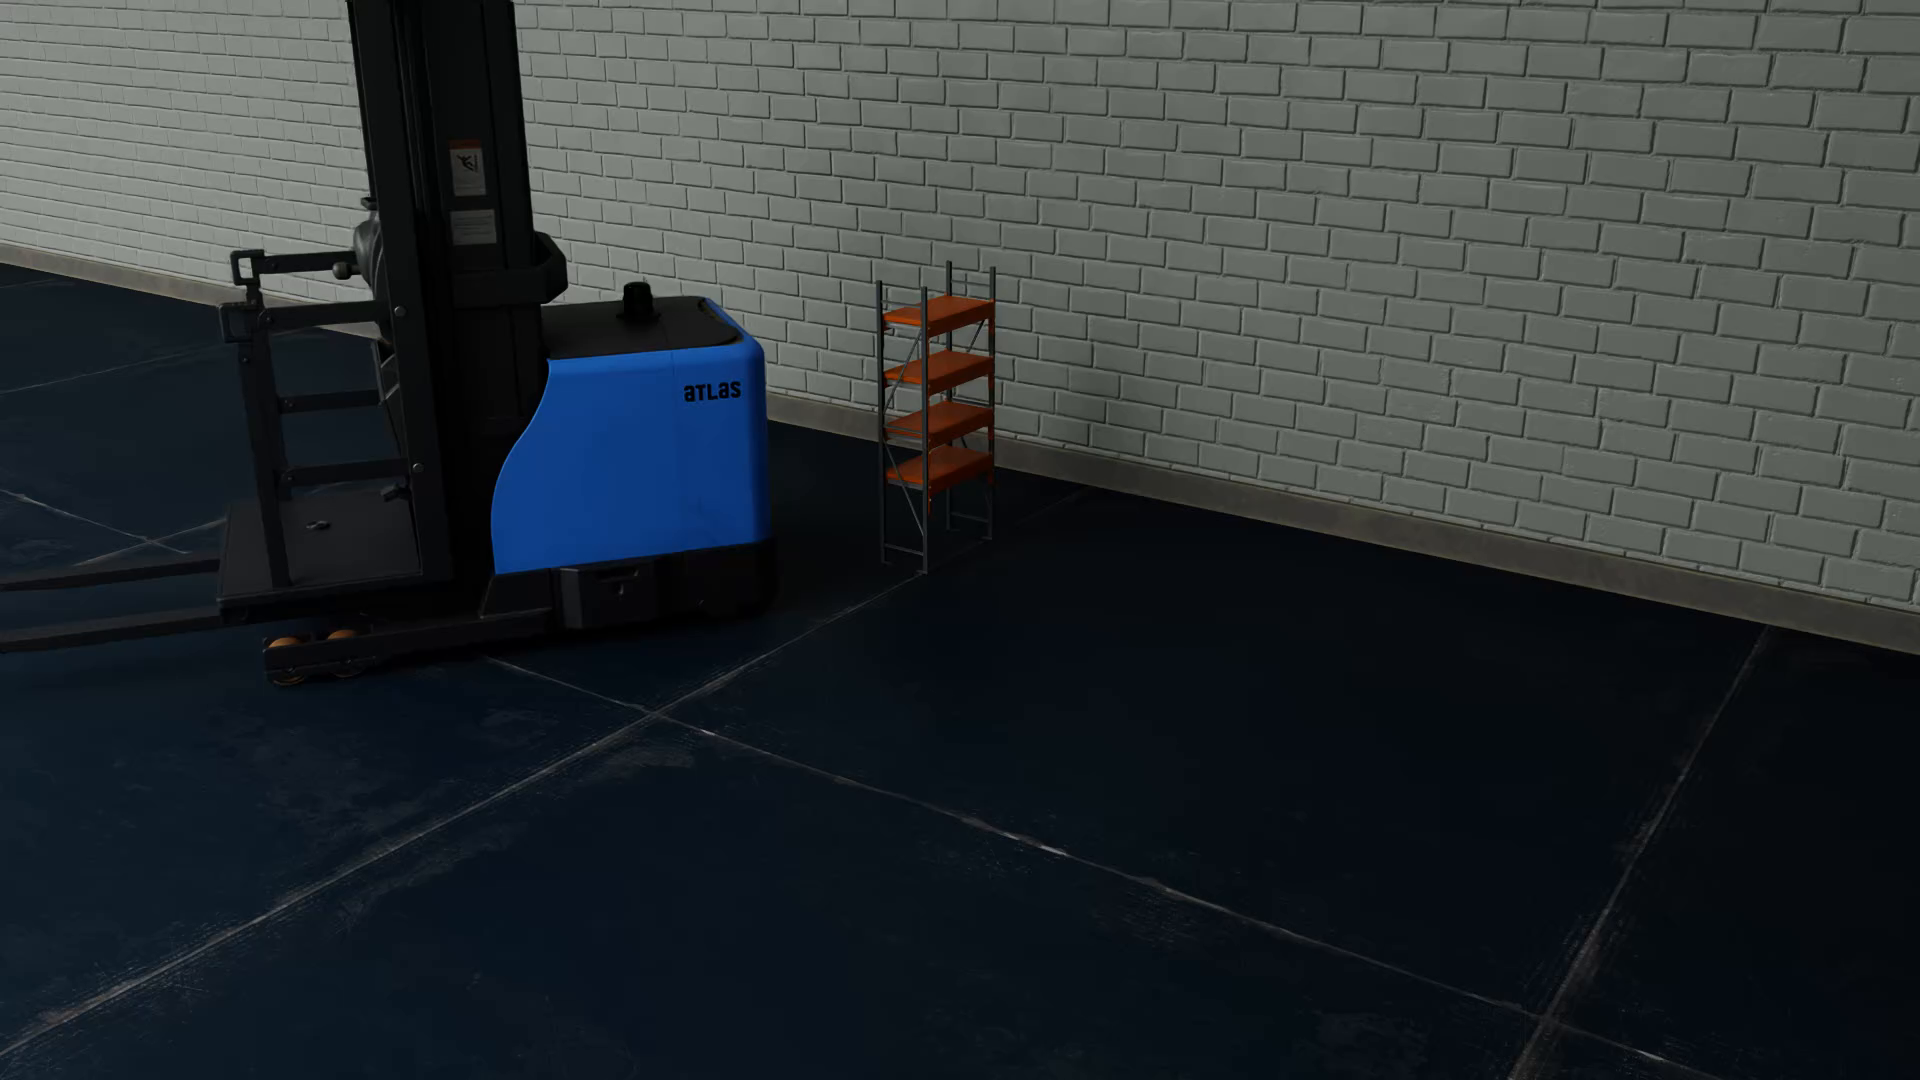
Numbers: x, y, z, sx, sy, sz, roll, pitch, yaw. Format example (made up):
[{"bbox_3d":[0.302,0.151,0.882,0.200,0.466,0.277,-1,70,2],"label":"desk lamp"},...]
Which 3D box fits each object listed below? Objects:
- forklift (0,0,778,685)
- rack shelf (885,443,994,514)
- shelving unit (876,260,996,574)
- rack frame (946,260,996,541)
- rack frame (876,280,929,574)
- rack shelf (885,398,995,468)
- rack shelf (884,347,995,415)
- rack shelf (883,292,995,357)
[{"bbox_3d":[-2.285,-1.068,5.928,3.031,2.935,1.130,-7,22,-19],"label":"forklift"},{"bbox_3d":[-0.093,-0.266,7.021,0.258,0.148,0.480,13,24,32],"label":"rack shelf"},{"bbox_3d":[-0.093,-0.515,6.928,0.258,1.200,0.503,13,24,32],"label":"shelving unit"},{"bbox_3d":[0.044,-0.585,7.118,0.240,1.200,0.015,13,24,32],"label":"rack frame"},{"bbox_3d":[-0.230,-0.445,6.739,0.240,1.200,0.015,13,24,32],"label":"rack frame"},{"bbox_3d":[-0.093,-0.452,6.952,0.258,0.148,0.480,13,24,32],"label":"rack shelf"},{"bbox_3d":[-0.093,-0.662,6.874,0.258,0.148,0.480,13,24,32],"label":"rack shelf"},{"bbox_3d":[-0.093,-0.884,6.792,0.258,0.148,0.480,13,24,32],"label":"rack shelf"}]
